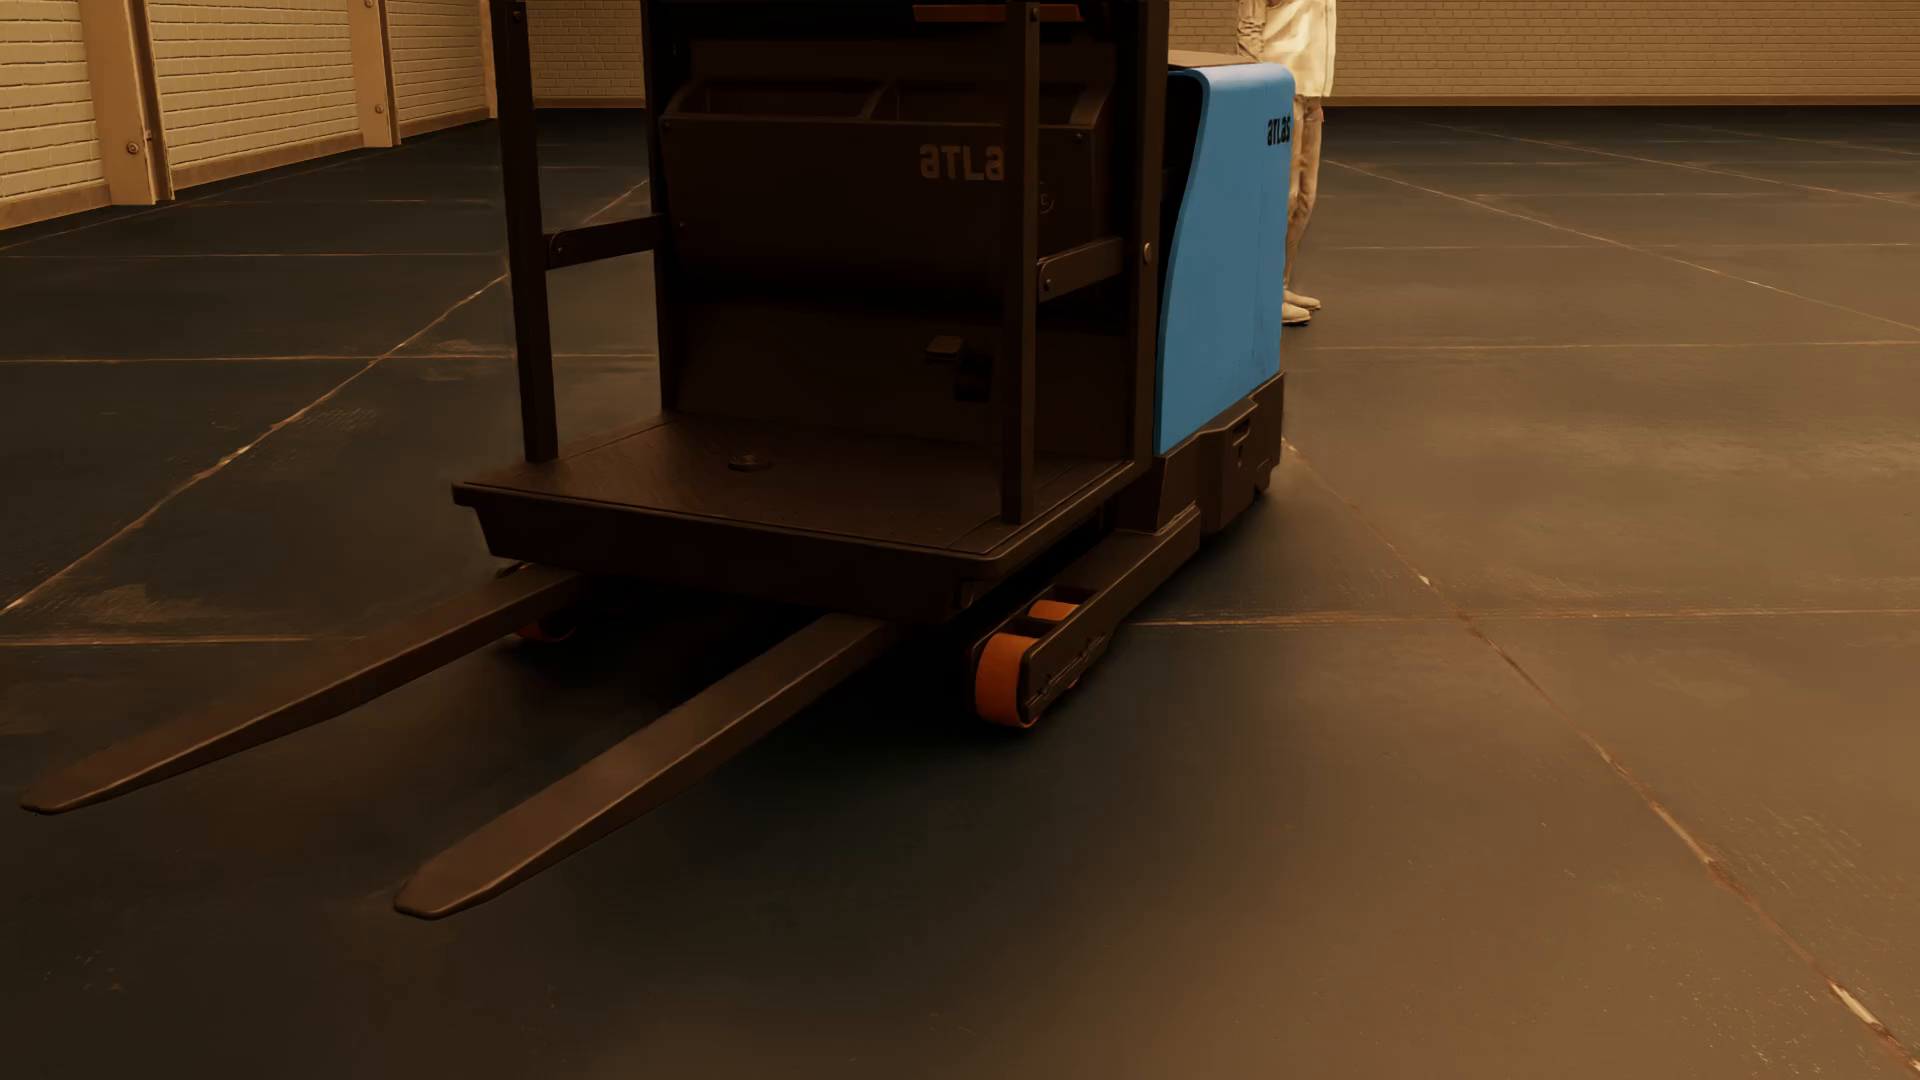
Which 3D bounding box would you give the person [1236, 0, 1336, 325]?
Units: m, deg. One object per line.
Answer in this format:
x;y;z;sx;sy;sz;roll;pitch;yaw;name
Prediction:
1.337;-1.793;6.750;0.404;1.776;0.617;10;20;30;person

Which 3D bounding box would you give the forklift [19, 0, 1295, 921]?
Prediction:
-0.242;-1.220;2.896;1.130;2.935;3.031;8;19;24;forklift
